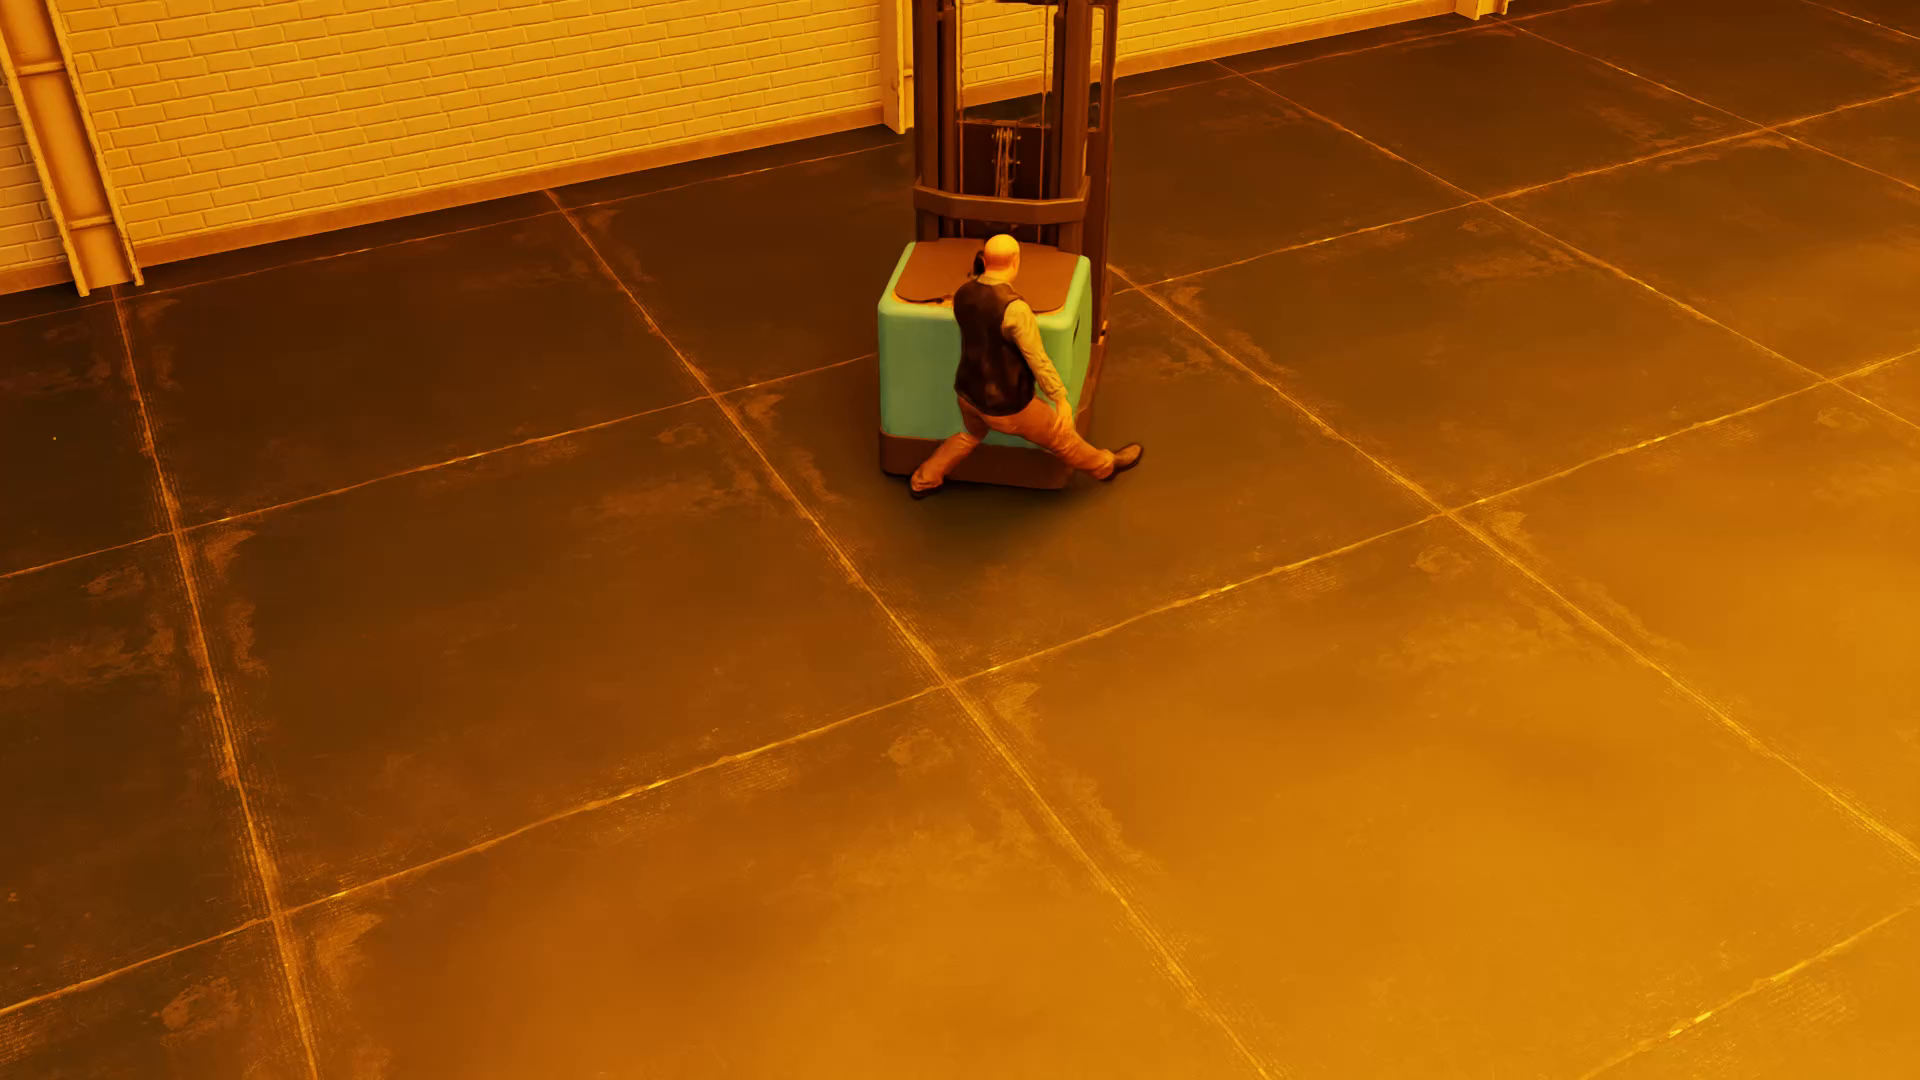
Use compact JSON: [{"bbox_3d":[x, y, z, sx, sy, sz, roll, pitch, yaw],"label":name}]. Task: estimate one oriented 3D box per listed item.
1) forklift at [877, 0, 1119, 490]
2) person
[{"bbox_3d":[0.334,-2.312,9.394,1.130,2.935,3.031,6,36,9],"label":"forklift"},{"bbox_3d":[0.391,-0.867,8.591,1.124,1.530,0.879,-24,42,-29],"label":"person"}]
